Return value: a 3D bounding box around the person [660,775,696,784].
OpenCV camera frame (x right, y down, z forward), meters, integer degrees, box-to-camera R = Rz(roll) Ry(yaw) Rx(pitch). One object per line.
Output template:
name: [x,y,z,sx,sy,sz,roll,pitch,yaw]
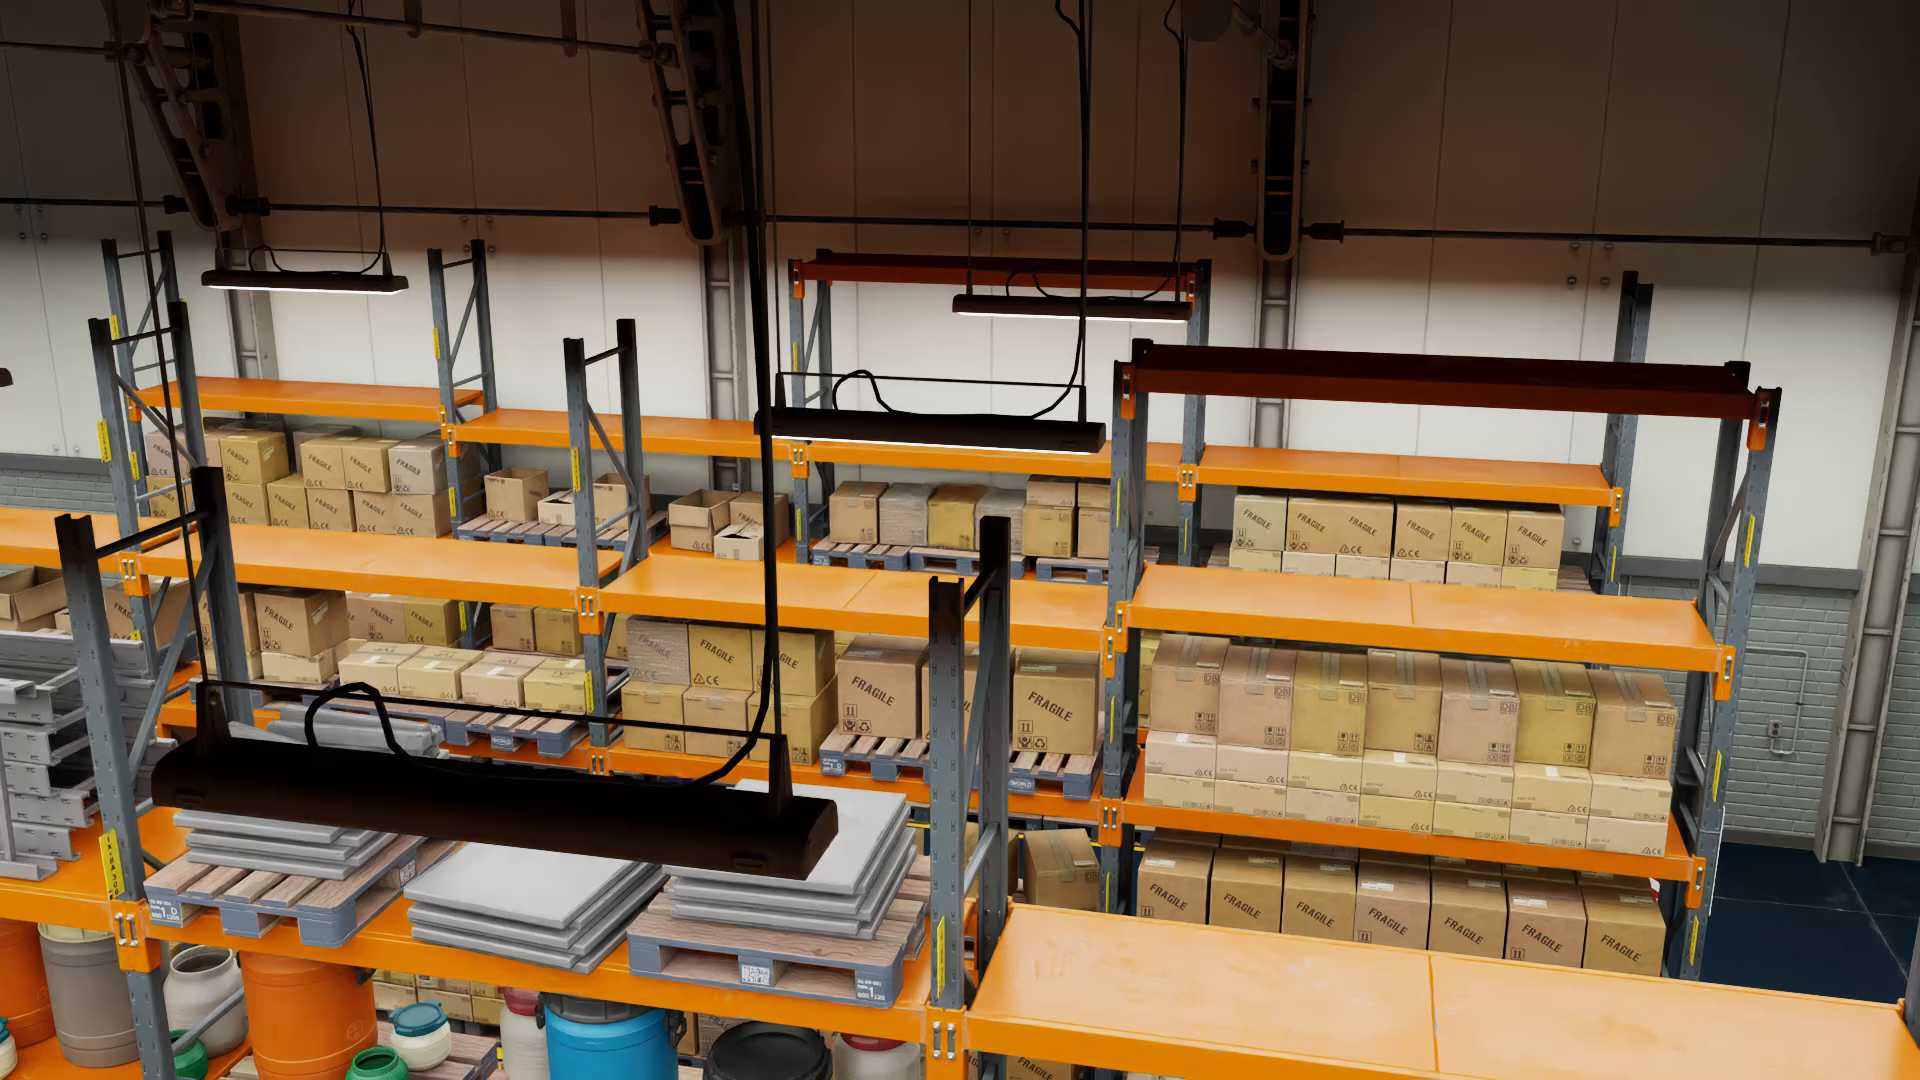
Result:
person: [-3.015,2.247,17.376,0.514,1.472,0.530,9,19,28]
